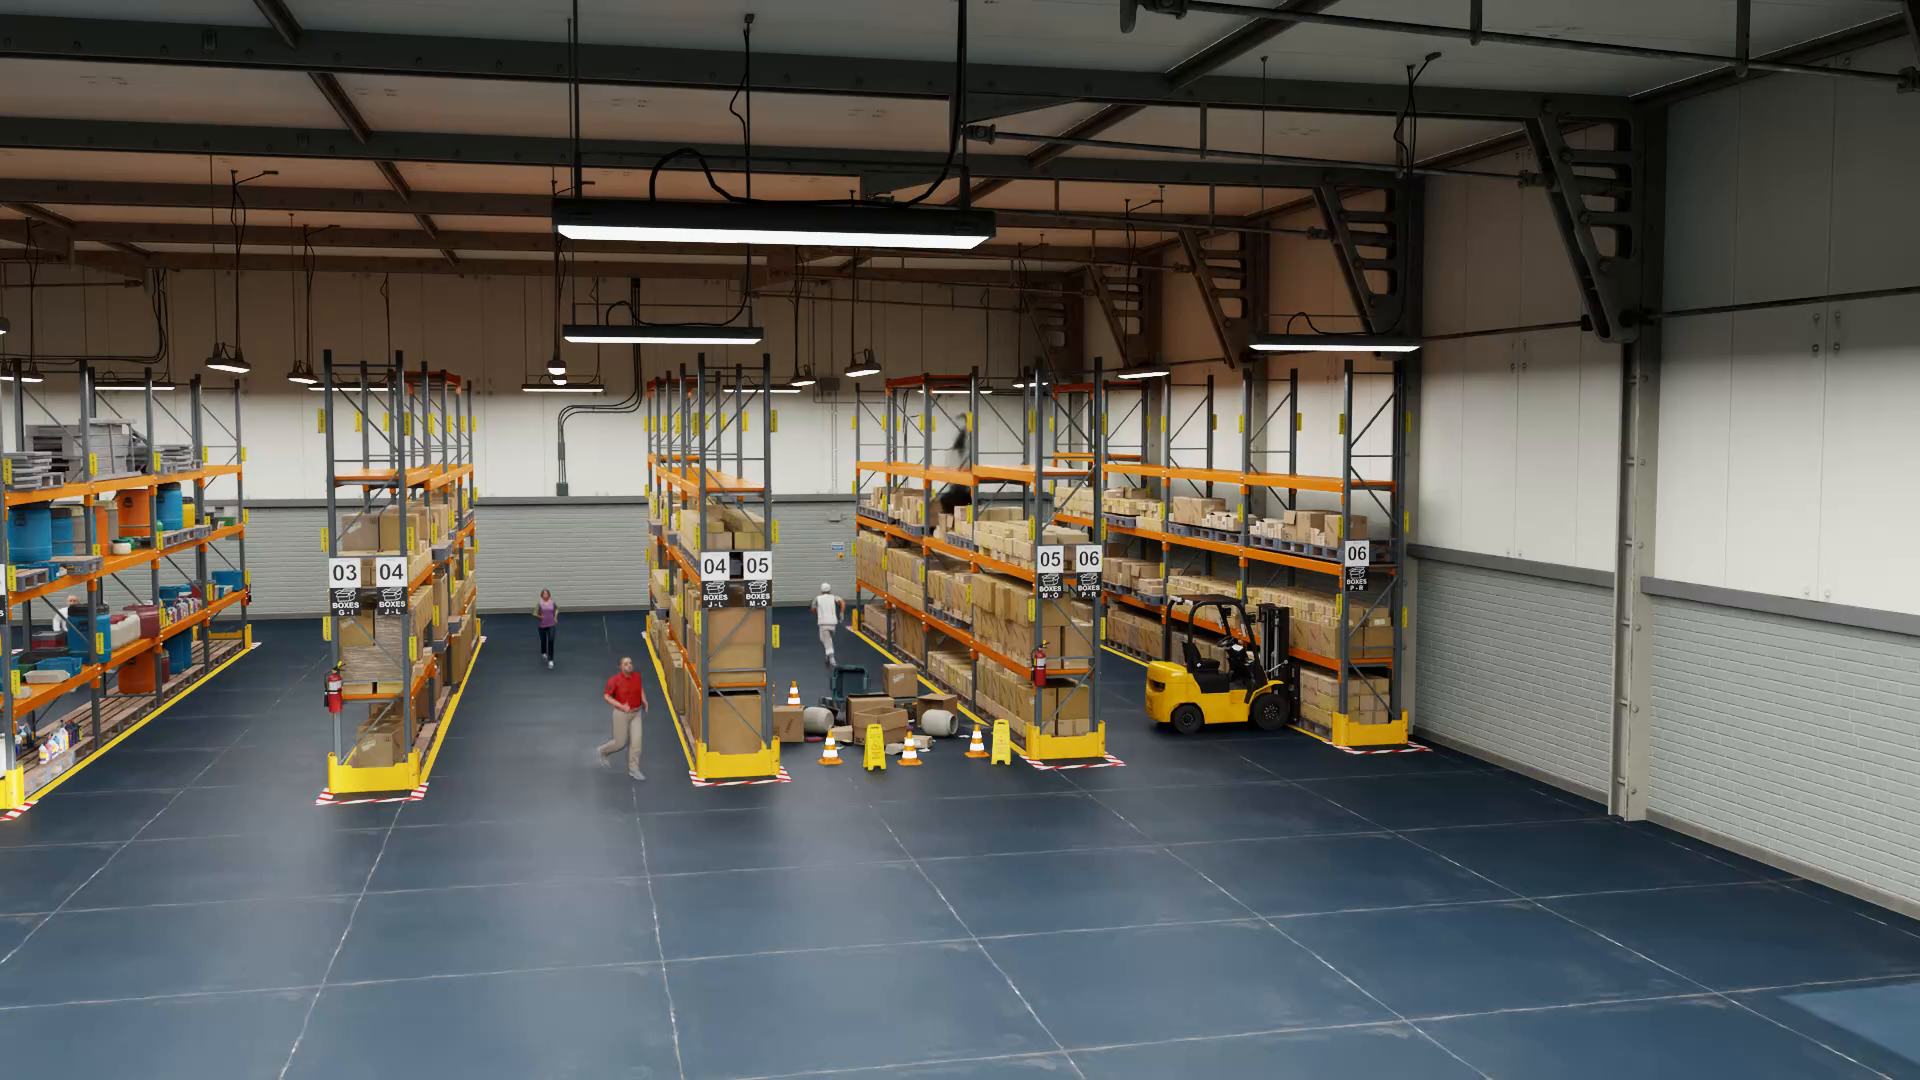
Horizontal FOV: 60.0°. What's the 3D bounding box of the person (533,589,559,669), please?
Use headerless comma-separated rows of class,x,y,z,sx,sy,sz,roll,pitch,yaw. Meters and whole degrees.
person,-8.552,1.803,34.370,0.536,1.609,0.875,-1,4,-19

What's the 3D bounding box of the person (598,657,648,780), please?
person,-4.769,2.515,23.694,0.671,1.732,0.870,-4,5,-42

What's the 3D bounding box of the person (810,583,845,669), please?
person,-2.685,1.779,33.830,0.648,1.772,0.964,-2,4,-21

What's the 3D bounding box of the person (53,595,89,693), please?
person,-16.705,1.931,31.346,0.717,1.787,0.997,-1,4,-20
